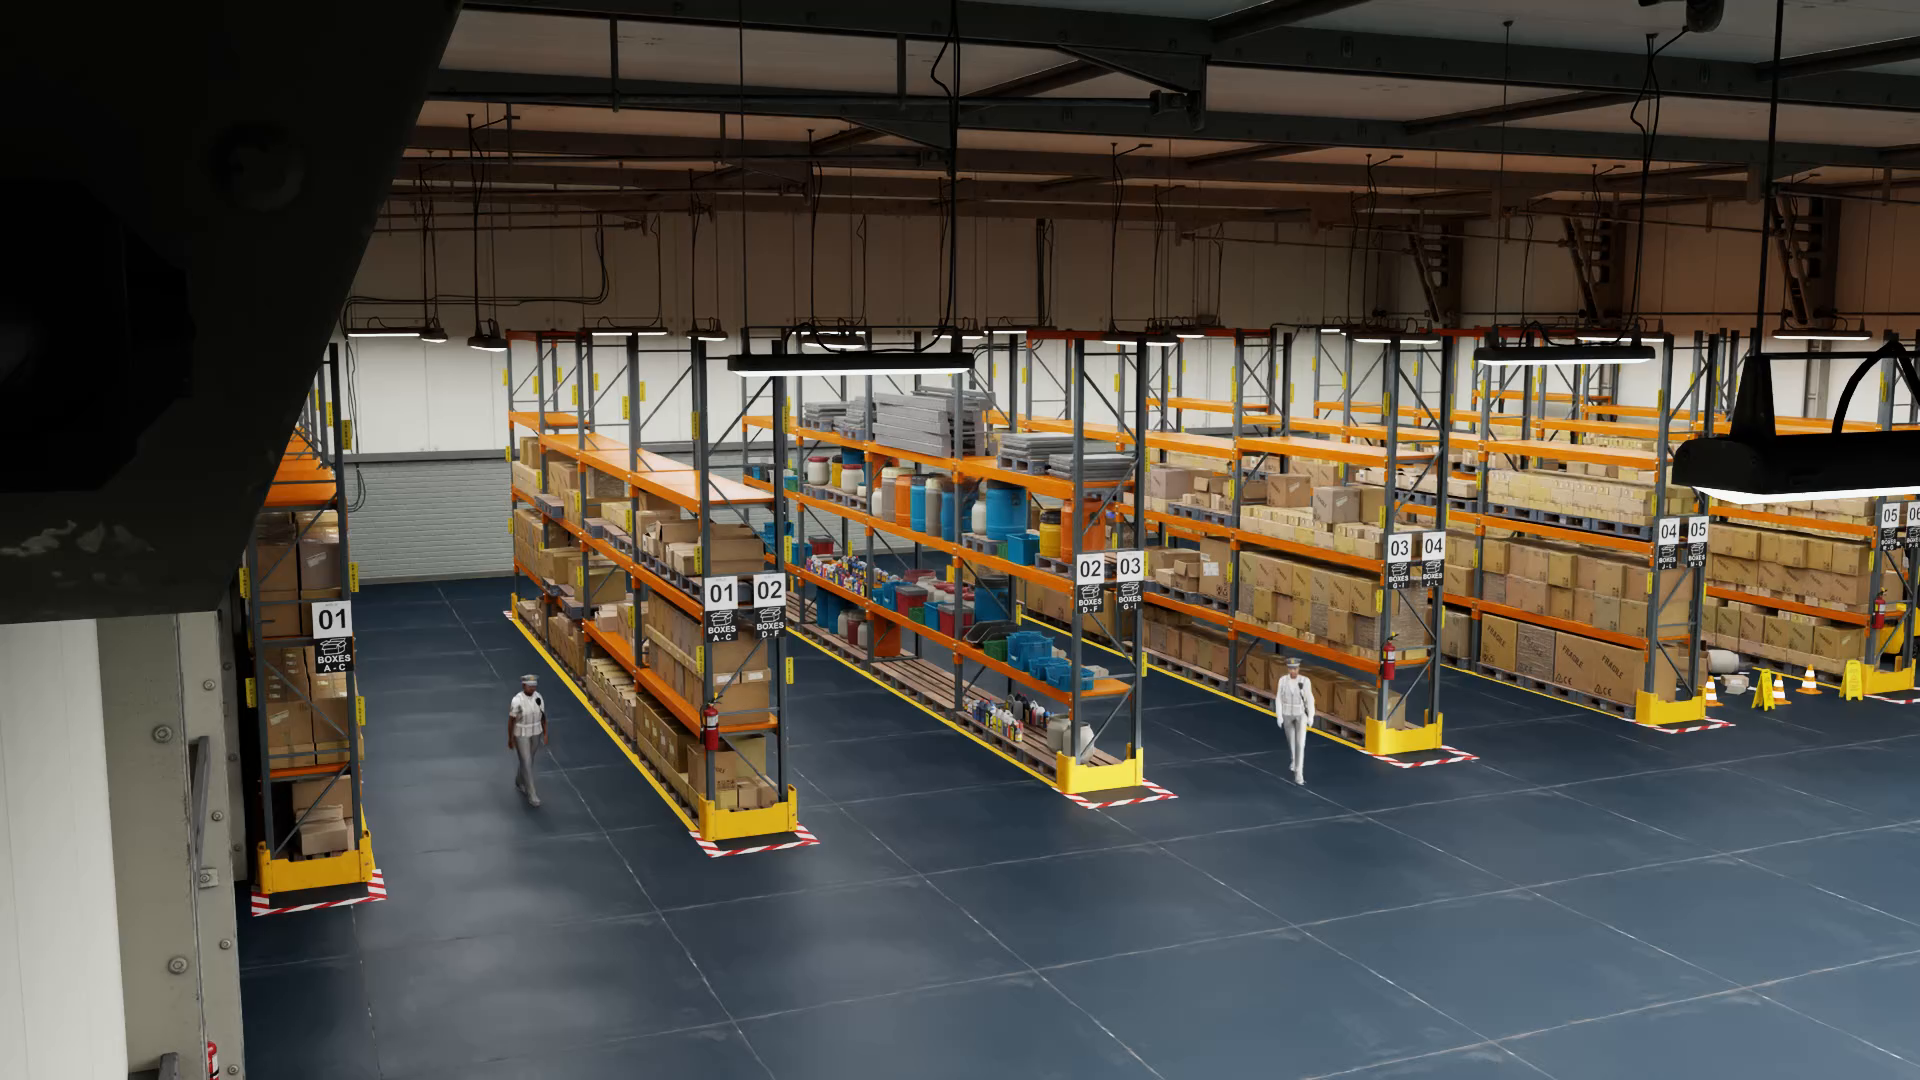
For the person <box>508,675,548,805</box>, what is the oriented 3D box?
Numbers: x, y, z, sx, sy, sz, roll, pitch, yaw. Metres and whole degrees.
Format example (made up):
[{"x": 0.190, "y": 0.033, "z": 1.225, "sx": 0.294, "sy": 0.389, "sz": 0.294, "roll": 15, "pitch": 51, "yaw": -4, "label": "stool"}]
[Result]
[{"x": -5.629, "y": 2.558, "z": 21.730, "sx": 0.902, "sy": 1.627, "sz": 0.483, "roll": 7, "pitch": 10, "yaw": 41, "label": "person"}]

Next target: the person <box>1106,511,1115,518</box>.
[{"x": 3.838, "y": -0.132, "z": 41.454, "sx": 0.454, "sy": 1.634, "sz": 0.689, "roll": 4, "pitch": 9, "yaw": 29, "label": "person"}]

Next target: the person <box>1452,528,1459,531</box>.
[{"x": 10.674, "y": 0.625, "z": 35.773, "sx": 0.492, "sy": 1.750, "sz": 0.559, "roll": 6, "pitch": 10, "yaw": 38, "label": "person"}]

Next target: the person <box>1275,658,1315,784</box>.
[{"x": 4.569, "y": 2.412, "z": 22.763, "sx": 0.511, "sy": 1.632, "sz": 0.870, "roll": 4, "pitch": 9, "yaw": 26, "label": "person"}]
